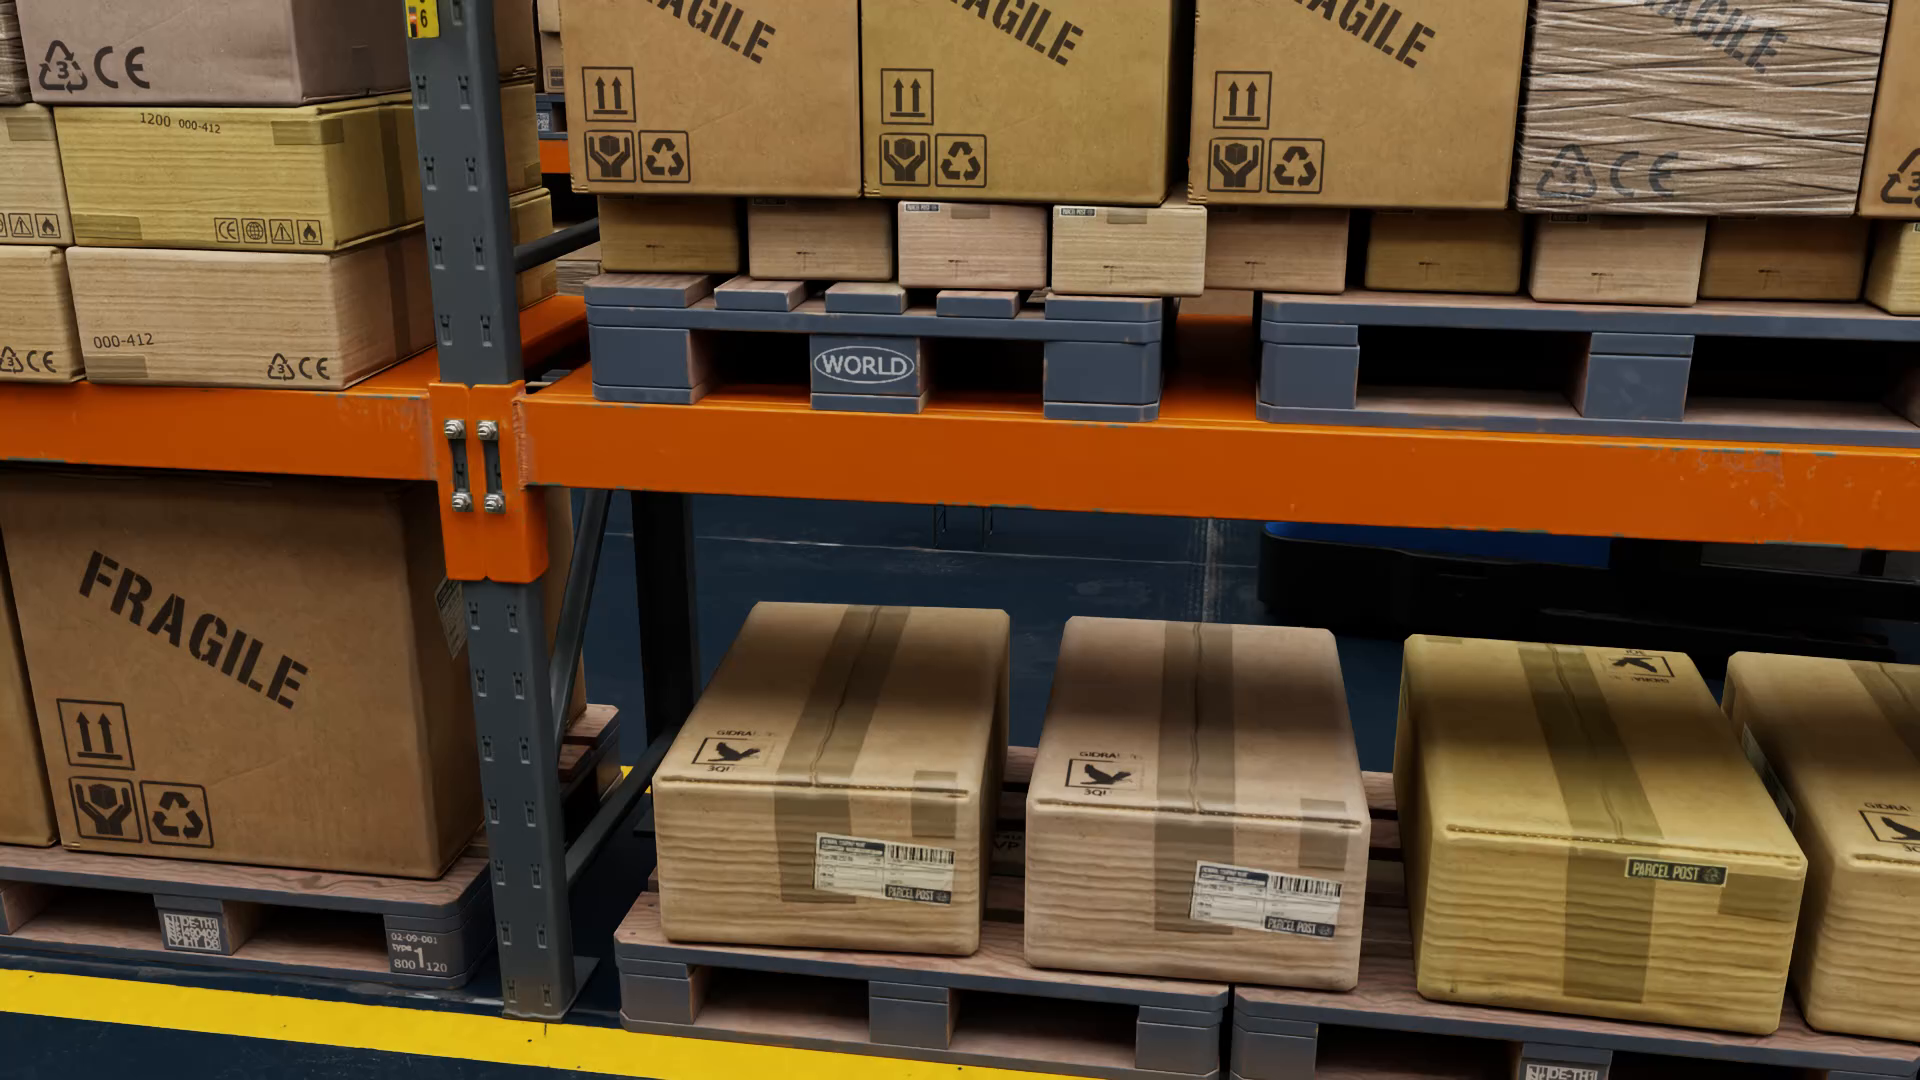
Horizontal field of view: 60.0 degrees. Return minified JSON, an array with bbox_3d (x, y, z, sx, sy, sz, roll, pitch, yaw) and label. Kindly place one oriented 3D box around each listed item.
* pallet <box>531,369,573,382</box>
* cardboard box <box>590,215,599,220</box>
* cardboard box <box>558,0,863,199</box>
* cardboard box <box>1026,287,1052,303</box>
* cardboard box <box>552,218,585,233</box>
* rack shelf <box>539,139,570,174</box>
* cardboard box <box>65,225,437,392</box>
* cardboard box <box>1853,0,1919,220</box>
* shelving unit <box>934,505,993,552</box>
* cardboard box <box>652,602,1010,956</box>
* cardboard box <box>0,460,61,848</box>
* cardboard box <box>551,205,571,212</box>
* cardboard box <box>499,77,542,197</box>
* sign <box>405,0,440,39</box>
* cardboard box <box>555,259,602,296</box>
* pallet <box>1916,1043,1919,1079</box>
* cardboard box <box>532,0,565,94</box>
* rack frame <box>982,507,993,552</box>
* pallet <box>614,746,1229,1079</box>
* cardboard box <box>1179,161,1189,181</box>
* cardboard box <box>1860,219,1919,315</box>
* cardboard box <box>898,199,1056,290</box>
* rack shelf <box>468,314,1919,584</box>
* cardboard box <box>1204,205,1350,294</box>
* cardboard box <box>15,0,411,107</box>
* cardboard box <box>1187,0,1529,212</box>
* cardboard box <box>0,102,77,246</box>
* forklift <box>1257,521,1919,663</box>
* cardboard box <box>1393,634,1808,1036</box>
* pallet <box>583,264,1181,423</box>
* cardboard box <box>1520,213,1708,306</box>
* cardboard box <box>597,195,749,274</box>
[{"bbox_3d":[-1.939,-0.945,8.794,1.213,0.211,1.003,3,19,9],"label":"pallet"},{"bbox_3d":[-1.757,-1.649,8.760,0.250,0.149,0.380,3,19,9],"label":"cardboard box"},{"bbox_3d":[-0.383,-0.893,2.956,0.500,0.500,0.500,2,19,7],"label":"cardboard box"},{"bbox_3d":[0.607,-1.193,8.221,0.625,0.625,0.875,4,19,10],"label":"cardboard box"},{"bbox_3d":[-2.074,-1.526,8.393,0.250,0.149,0.380,3,19,9],"label":"cardboard box"},{"bbox_3d":[-1.981,-1.915,8.433,4.000,0.370,1.077,3,19,9],"label":"rack shelf"},{"bbox_3d":[-1.331,-0.473,3.227,0.500,0.250,0.500,2,19,7],"label":"cardboard box"},{"bbox_3d":[1.668,-0.790,2.650,0.500,0.500,0.500,4,19,11],"label":"cardboard box"},{"bbox_3d":[0.014,-0.568,6.111,0.189,1.200,0.258,3,19,9],"label":"shelving unit"},{"bbox_3d":[-0.234,0.478,3.626,0.625,0.372,0.950,2,19,5],"label":"cardboard box"},{"bbox_3d":[-2.339,0.101,3.960,0.875,0.875,0.875,3,19,9],"label":"cardboard box"},{"bbox_3d":[-2.262,-1.698,8.907,0.250,0.149,0.380,3,19,9],"label":"cardboard box"},{"bbox_3d":[-1.251,-0.869,3.622,0.500,0.250,0.500,3,19,8],"label":"cardboard box"},{"bbox_3d":[-0.875,-0.975,2.666,0.005,0.325,0.100,3,19,9],"label":"sign"},{"bbox_3d":[-1.984,-1.197,8.432,0.500,0.500,0.500,2,19,7],"label":"cardboard box"},{"bbox_3d":[2.390,0.885,3.326,1.213,0.211,1.003,3,19,9],"label":"pallet"},{"bbox_3d":[-1.648,-2.428,8.007,0.637,0.503,0.797,2,19,7],"label":"cardboard box"},{"bbox_3d":[0.105,-0.564,6.097,0.006,1.200,0.240,3,19,9],"label":"rack frame"},{"bbox_3d":[-0.019,0.762,3.693,1.213,0.211,1.003,3,19,9],"label":"pallet"},{"bbox_3d":[0.350,-0.733,3.500,0.250,0.149,0.380,2,19,6],"label":"cardboard box"},{"bbox_3d":[1.602,-0.474,2.727,0.250,0.149,0.380,3,19,9],"label":"cardboard box"},{"bbox_3d":[0.038,-0.553,2.962,0.250,0.149,0.380,2,19,5],"label":"cardboard box"},{"bbox_3d":[1.184,-0.158,3.183,4.000,0.370,1.077,3,19,9],"label":"rack shelf"},{"bbox_3d":[0.556,-0.545,2.938,0.250,0.149,0.380,4,19,12],"label":"cardboard box"},{"bbox_3d":[-1.342,-1.066,3.028,0.500,0.500,0.500,2,19,7],"label":"cardboard box"},{"bbox_3d":[0.658,-0.844,2.810,0.500,0.500,0.500,3,19,10],"label":"cardboard box"},{"bbox_3d":[-1.816,-0.736,3.223,0.500,0.250,0.500,2,19,7],"label":"cardboard box"},{"bbox_3d":[2.559,-1.122,5.038,3.031,2.935,1.130,6,19,16],"label":"forklift"},{"bbox_3d":[1.244,0.553,3.403,0.625,0.372,0.950,4,19,10],"label":"cardboard box"},{"bbox_3d":[-0.070,-0.507,3.393,1.003,0.211,1.213,3,19,9],"label":"pallet"},{"bbox_3d":[1.089,-0.509,2.832,0.250,0.149,0.380,4,19,10],"label":"cardboard box"},{"bbox_3d":[-0.499,-0.606,3.120,0.250,0.149,0.380,2,19,5],"label":"cardboard box"}]
